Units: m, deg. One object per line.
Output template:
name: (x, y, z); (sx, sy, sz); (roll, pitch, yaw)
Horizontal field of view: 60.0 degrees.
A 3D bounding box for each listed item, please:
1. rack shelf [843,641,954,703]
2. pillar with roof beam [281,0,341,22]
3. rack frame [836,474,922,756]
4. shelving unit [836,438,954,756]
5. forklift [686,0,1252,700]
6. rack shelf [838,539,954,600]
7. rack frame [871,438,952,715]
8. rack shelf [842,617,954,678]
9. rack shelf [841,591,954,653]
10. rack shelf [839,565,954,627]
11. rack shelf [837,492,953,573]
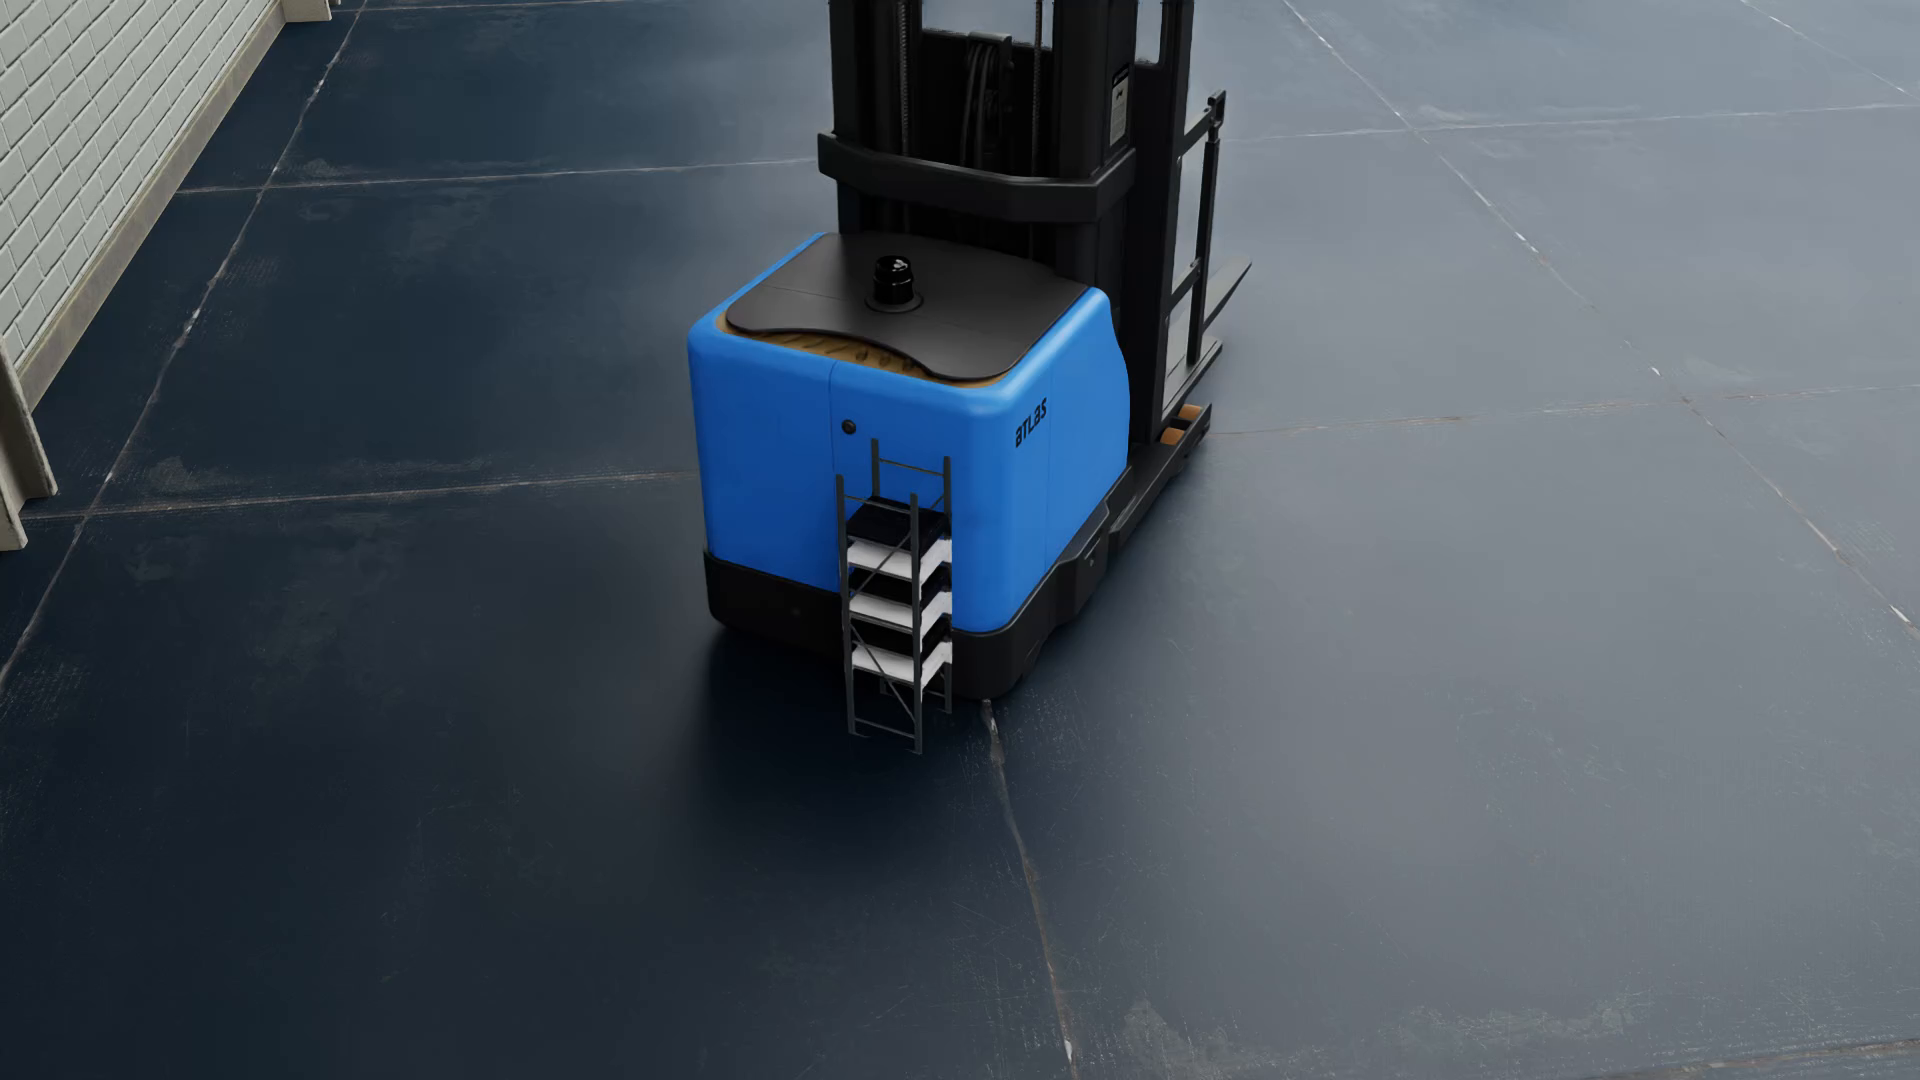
rack shelf: (-0.177, 0.350, 4.816); (0.258, 0.077, 0.200); (15, 37, 20)
pillar with roof beam: (0.065, -7.461, 8.707); (9.100, 9.000, 0.400); (-4, 35, -6)
rack frame: (-0.219, 0.226, 4.620); (0.240, 0.900, 0.006); (15, 37, 20)
shelving unit: (-0.177, 0.174, 4.696); (0.258, 0.900, 0.210); (15, 37, 20)
forklift: (0.292, -1.554, 5.428); (1.130, 2.935, 3.031); (15, 37, 21)
rack shelf: (-0.177, 0.052, 4.614); (0.258, 0.077, 0.200); (15, 37, 20)
rack frame: (-0.134, 0.122, 4.772); (0.240, 0.900, 0.006); (15, 37, 20)
rack shelf: (-0.177, 0.276, 4.766); (0.258, 0.077, 0.200); (15, 37, 20)
rack shelf: (-0.177, 0.201, 4.715); (0.258, 0.077, 0.200); (15, 37, 20)
rack shelf: (-0.177, 0.127, 4.664); (0.258, 0.077, 0.200); (15, 37, 20)
rack shelf: (-0.177, -0.022, 4.563); (0.258, 0.077, 0.200); (15, 37, 20)
